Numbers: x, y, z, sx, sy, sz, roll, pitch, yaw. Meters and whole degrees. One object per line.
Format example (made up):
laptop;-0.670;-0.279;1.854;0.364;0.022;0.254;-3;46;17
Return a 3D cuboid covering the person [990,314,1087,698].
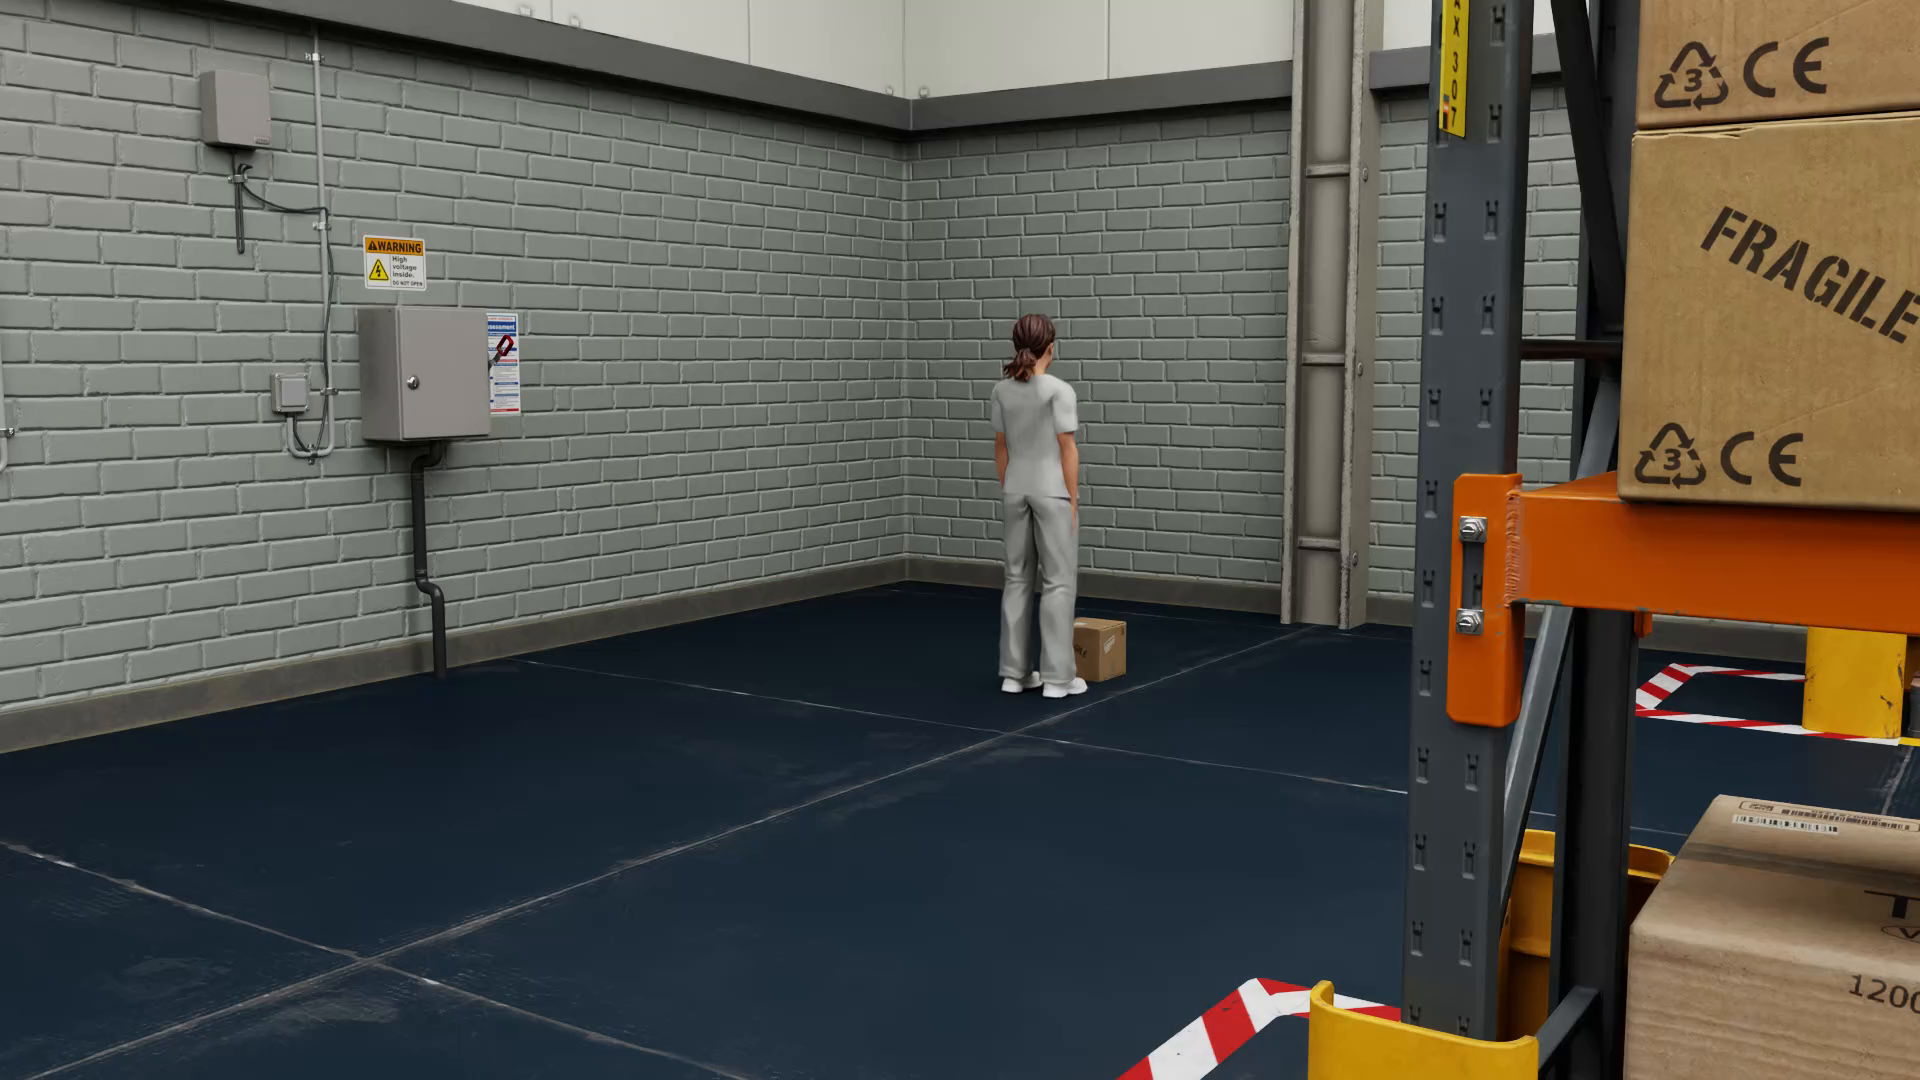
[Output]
person;0.339;-0.150;7.330;0.440;1.676;0.381;4;8;35
